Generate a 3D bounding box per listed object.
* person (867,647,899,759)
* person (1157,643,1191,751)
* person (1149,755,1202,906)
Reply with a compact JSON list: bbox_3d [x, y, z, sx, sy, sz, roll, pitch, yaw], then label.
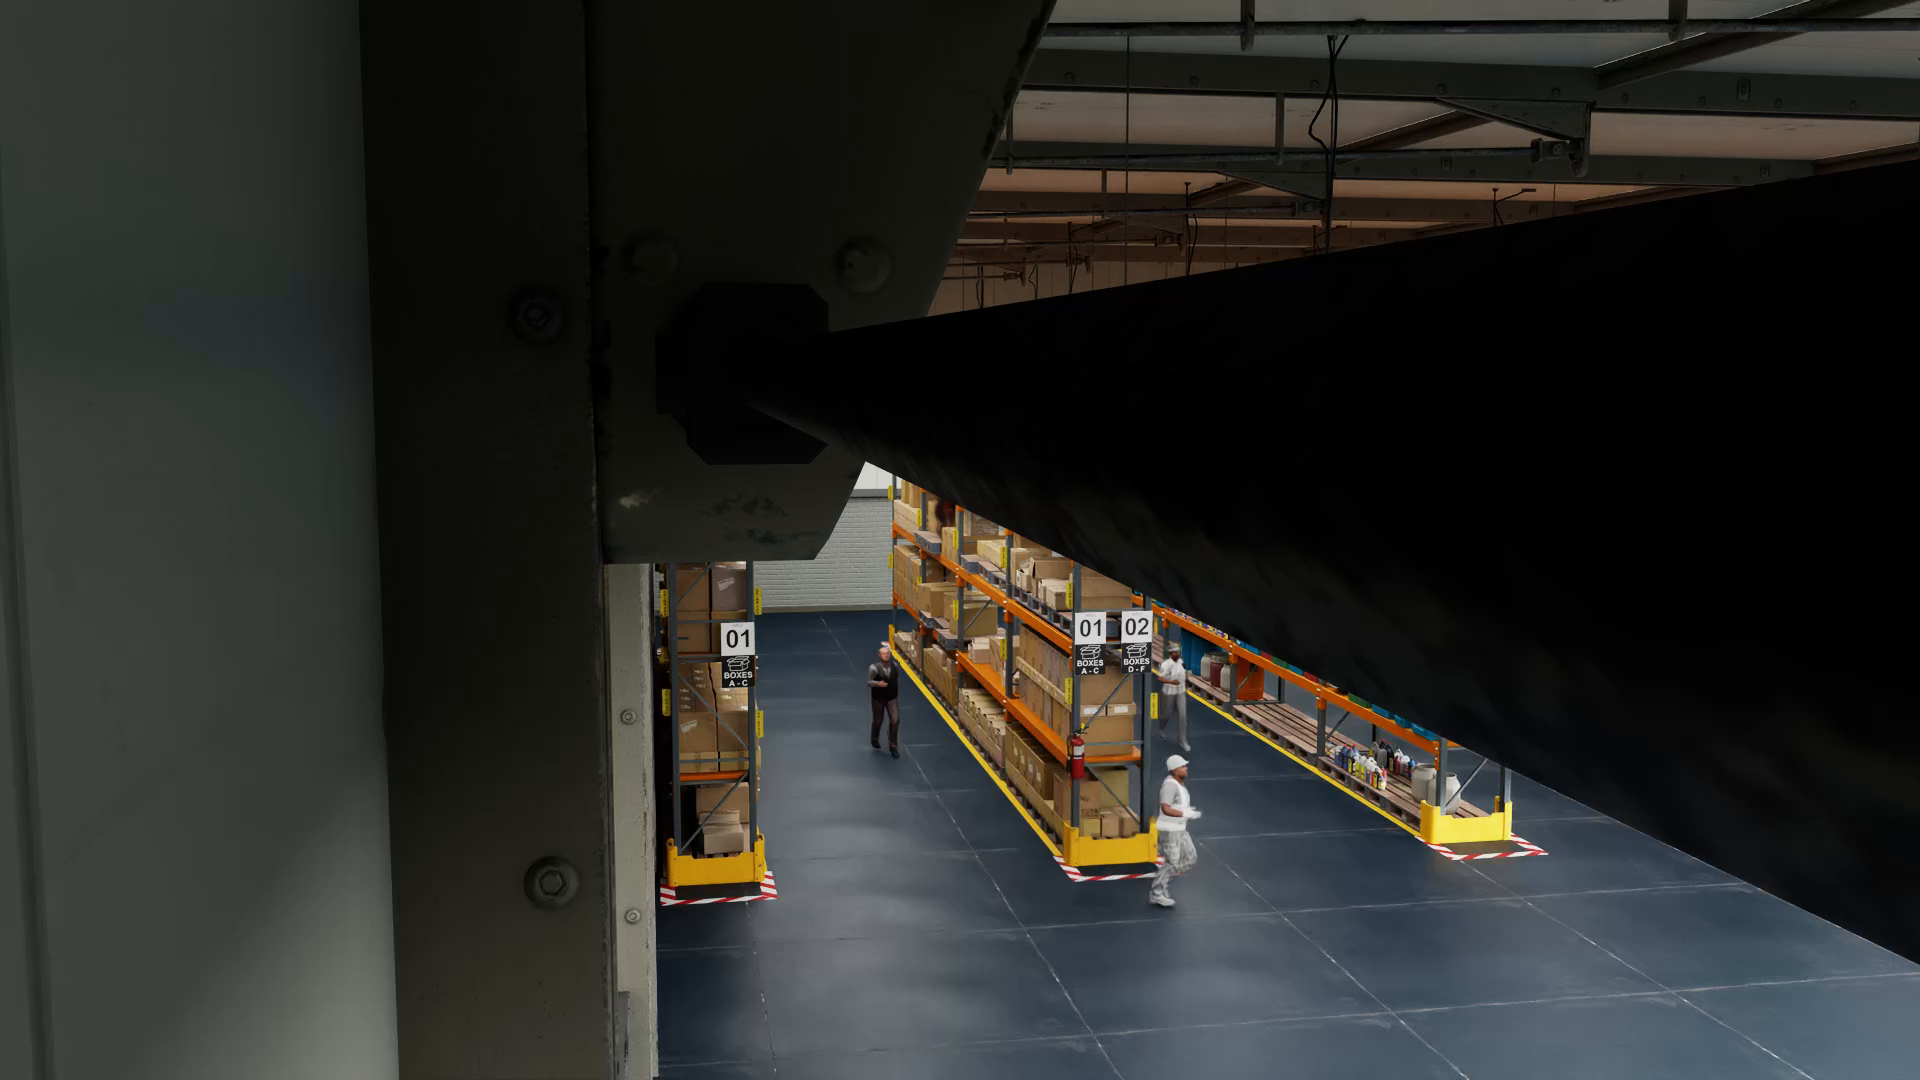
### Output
[{"bbox_3d":[-1.219,2.590,26.695,0.605,1.768,0.844,-2,6,-17],"label":"person"},{"bbox_3d":[3.485,2.529,27.246,0.577,1.712,0.906,-2,7,-19],"label":"person"},{"bbox_3d":[2.555,3.368,19.395,0.602,1.727,0.691,2,7,21],"label":"person"}]
